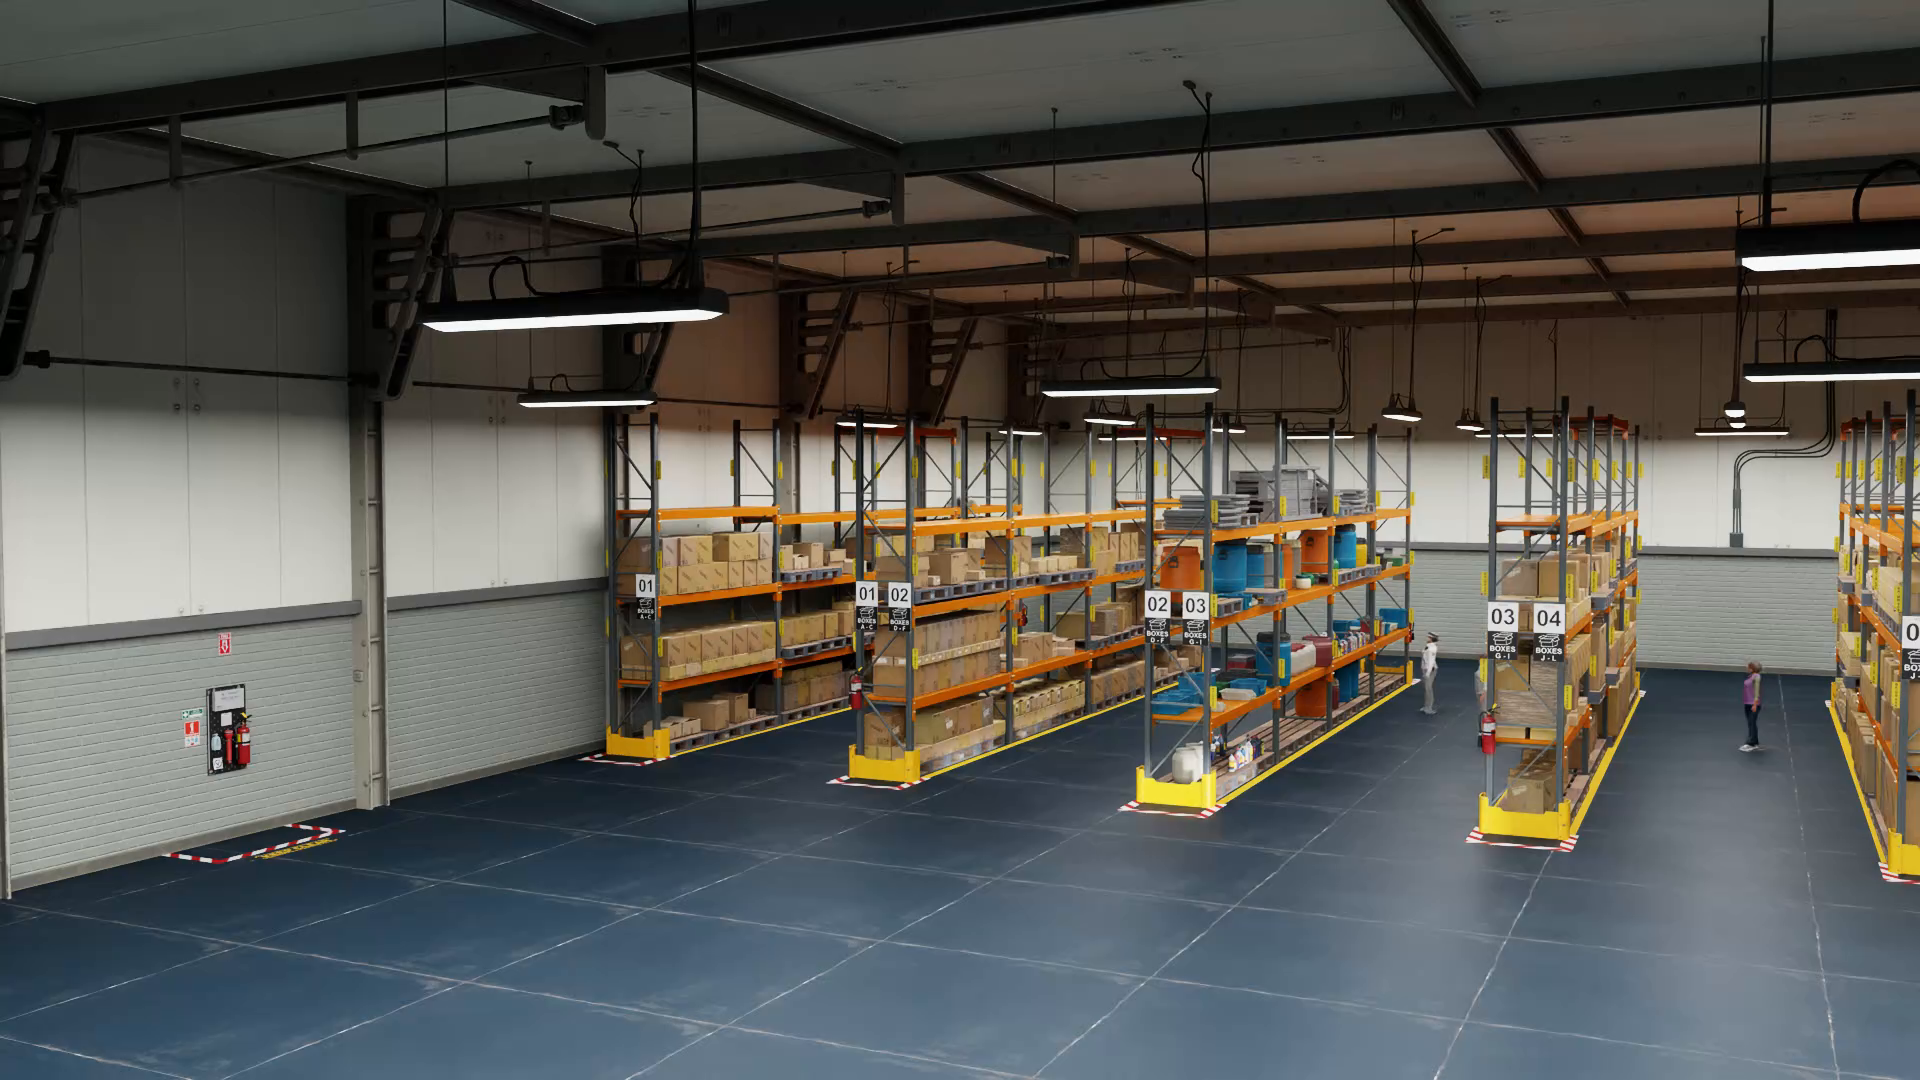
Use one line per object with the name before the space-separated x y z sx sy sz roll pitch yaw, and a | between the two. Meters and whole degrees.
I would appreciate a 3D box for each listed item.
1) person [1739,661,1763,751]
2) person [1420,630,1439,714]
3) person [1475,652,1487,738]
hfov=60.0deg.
person | 14.114 2.955 29.758 0.529 1.596 0.415 0 2 -7
person | 9.687 2.739 34.421 0.459 1.742 0.504 0 2 -9
person | 9.815 2.908 31.139 0.391 1.616 0.503 0 2 -3
